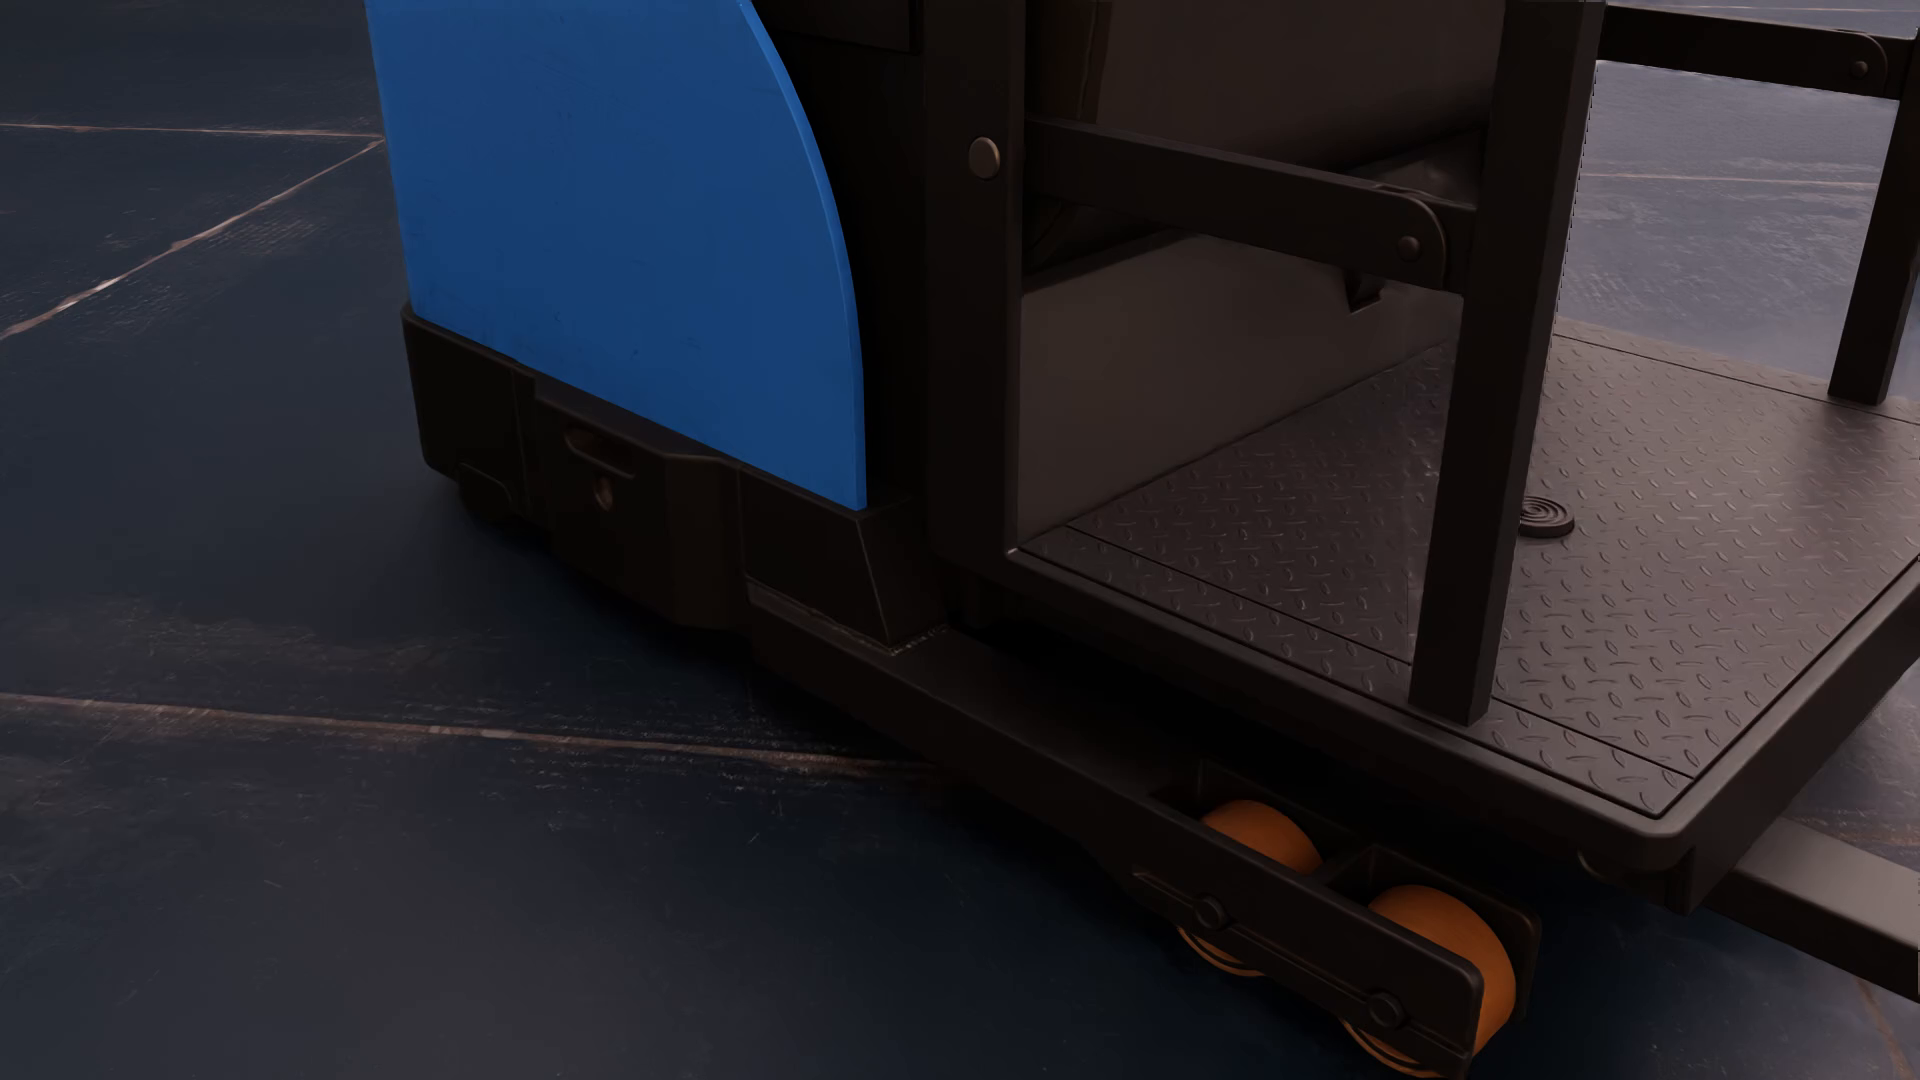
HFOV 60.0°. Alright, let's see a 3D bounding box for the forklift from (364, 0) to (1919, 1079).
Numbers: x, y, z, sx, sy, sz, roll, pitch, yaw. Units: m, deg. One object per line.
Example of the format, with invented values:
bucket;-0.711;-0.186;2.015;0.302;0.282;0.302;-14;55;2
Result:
forklift;0.565;-1.087;1.395;3.031;2.935;1.130;23;35;39
